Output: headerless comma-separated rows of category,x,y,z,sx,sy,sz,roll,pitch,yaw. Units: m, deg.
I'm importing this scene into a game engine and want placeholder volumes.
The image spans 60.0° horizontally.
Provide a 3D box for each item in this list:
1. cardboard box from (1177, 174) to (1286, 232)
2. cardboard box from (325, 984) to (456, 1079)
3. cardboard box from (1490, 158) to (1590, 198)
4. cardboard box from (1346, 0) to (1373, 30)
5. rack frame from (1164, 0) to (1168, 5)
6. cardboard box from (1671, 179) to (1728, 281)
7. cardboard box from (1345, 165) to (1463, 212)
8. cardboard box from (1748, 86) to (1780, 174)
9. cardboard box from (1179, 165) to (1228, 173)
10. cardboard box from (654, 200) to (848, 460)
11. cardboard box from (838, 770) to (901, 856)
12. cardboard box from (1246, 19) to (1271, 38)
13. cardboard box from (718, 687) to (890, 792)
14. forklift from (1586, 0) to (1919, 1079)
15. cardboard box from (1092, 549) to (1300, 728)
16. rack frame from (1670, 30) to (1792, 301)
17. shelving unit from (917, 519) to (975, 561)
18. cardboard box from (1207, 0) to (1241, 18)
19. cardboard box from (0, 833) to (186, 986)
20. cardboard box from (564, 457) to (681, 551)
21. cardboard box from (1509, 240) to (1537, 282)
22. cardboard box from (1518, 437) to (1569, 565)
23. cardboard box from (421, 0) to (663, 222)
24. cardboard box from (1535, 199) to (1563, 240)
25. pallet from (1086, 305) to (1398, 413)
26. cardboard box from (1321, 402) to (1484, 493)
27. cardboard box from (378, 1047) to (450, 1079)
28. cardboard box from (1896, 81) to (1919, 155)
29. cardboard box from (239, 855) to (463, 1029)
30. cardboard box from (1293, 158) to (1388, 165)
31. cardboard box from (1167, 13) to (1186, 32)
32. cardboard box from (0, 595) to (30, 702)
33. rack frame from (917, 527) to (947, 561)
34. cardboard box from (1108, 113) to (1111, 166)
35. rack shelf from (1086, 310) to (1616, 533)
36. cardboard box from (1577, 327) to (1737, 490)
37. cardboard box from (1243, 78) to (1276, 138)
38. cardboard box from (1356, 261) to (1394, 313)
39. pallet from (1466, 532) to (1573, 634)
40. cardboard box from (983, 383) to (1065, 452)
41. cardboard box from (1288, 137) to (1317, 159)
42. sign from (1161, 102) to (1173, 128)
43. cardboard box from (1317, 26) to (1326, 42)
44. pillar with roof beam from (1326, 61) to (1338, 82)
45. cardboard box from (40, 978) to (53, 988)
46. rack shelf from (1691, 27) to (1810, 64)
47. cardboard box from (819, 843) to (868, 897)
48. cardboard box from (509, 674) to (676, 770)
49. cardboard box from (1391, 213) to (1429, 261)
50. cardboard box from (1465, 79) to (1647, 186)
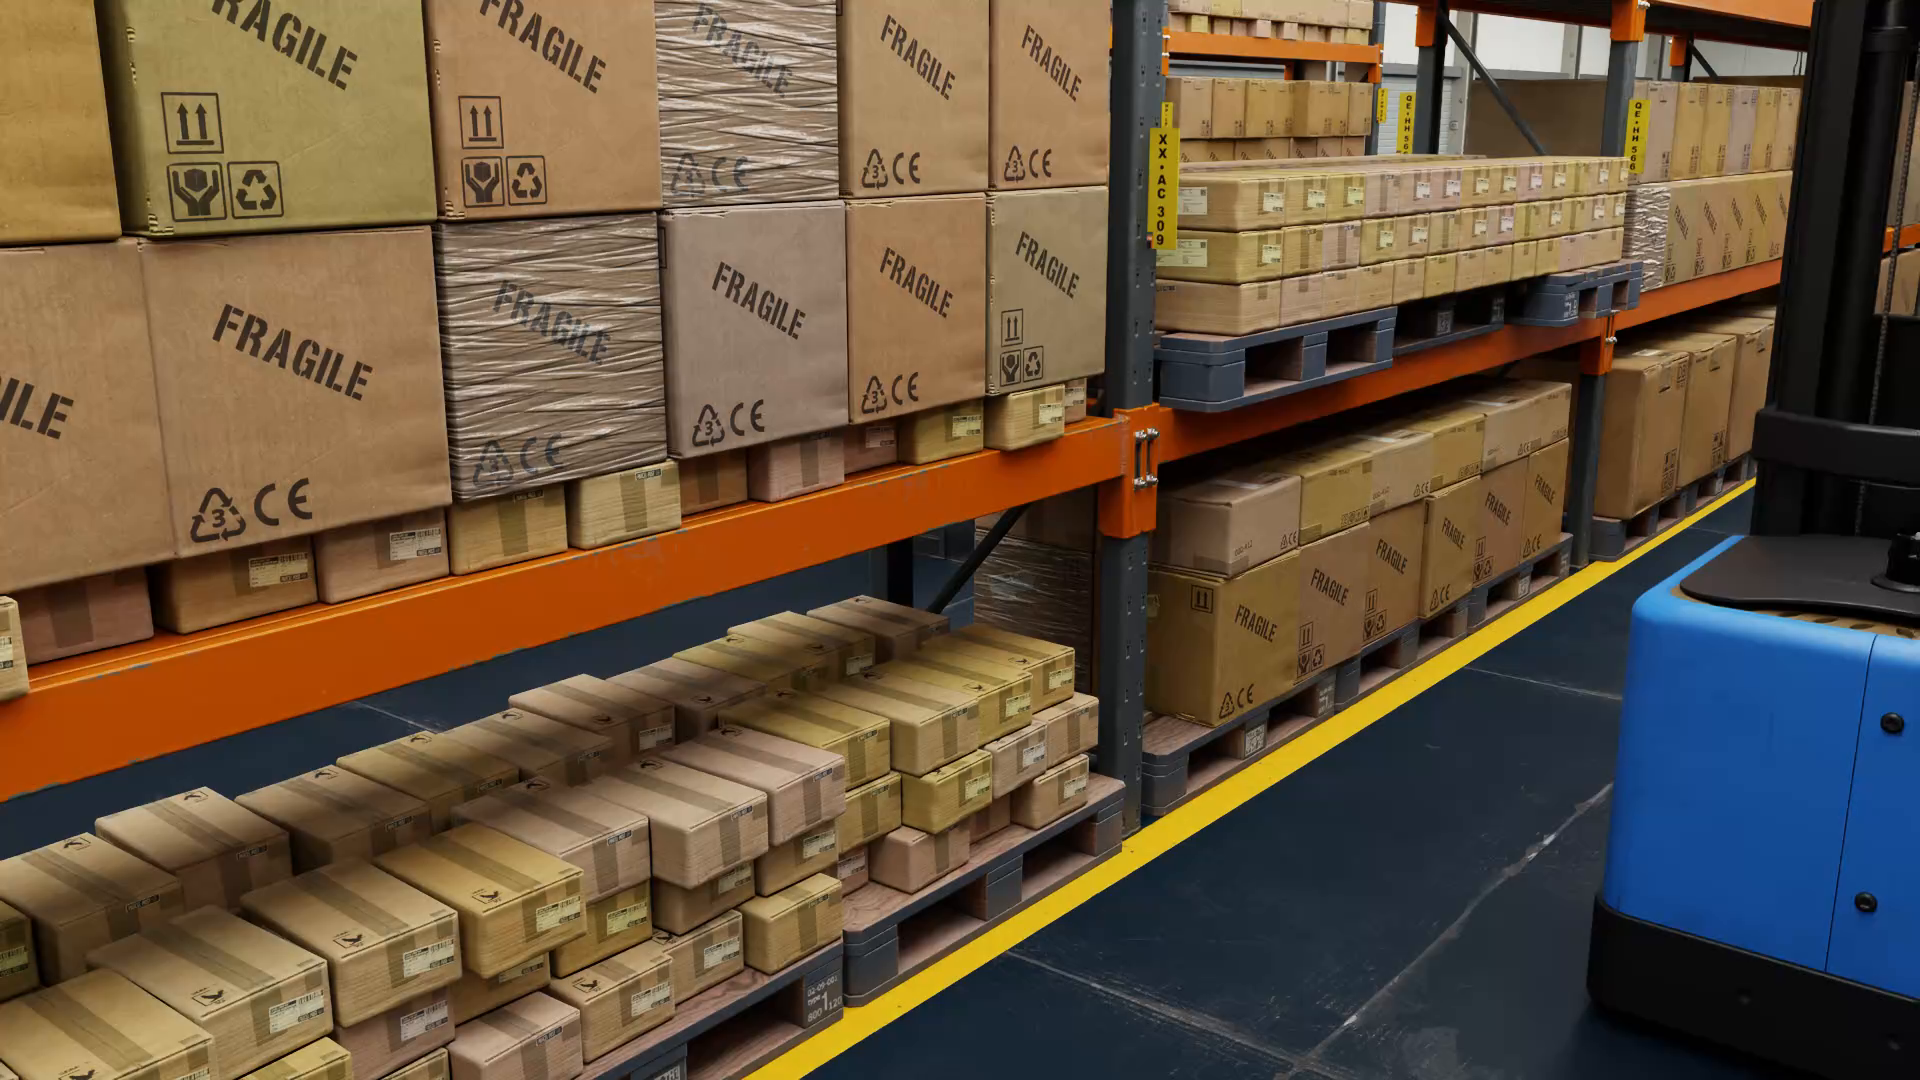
cardboard box,0.733,-1.000,4.916,0.380,0.149,0.250,12,19,40
cardboard box,-1.218,0.912,3.275,0.380,0.149,0.250,10,17,35
cardboard box,2.366,-1.499,6.881,0.380,0.149,0.250,12,19,39
cardboard box,3.644,-5.056,16.042,0.500,0.250,0.500,11,18,37
rack frame,1.242,-5.812,13.225,1.000,3.000,0.127,11,18,38
cardboard box,3.768,-1.679,8.936,0.500,0.500,0.500,11,18,37
cardboard box,1.545,-1.248,5.892,0.380,0.149,0.250,12,19,40
cardboard box,4.526,-2.496,10.122,0.700,0.500,0.500,11,18,37
cardboard box,0.725,-1.254,5.916,0.380,0.149,0.250,11,18,37
cardboard box,-0.598,-0.488,3.643,0.500,0.500,0.500,11,18,37
cardboard box,-0.372,0.659,4.272,0.380,0.149,0.250,11,18,38
cardboard box,2.507,-4.491,14.629,0.380,0.149,0.250,11,18,36
cardboard box,-0.398,0.514,4.236,0.380,0.149,0.250,12,19,39
forklift,2.842,-0.459,4.476,1.130,2.935,3.031,11,18,38
cardboard box,0.798,0.282,5.645,0.500,0.500,0.500,12,19,40
rack frame,5.156,-2.158,11.024,1.000,3.000,0.127,11,18,38
shelving unit,0.004,-0.728,8.443,0.431,1.500,0.755,11,18,38
cardboard box,2.048,-4.572,14.135,0.500,0.250,0.500,11,18,37
cardboard box,-1.772,0.741,3.341,0.380,0.149,0.250,10,18,35
cardboard box,-0.797,-0.102,3.444,0.380,0.149,0.250,12,18,39
cardboard box,2.043,-1.112,6.567,0.380,0.149,0.250,10,18,35
cardboard box,2.431,-0.217,7.610,0.500,0.500,0.500,11,18,37
cardboard box,-0.924,-0.874,3.132,0.500,0.500,0.500,11,18,36
cardboard box,2.198,-1.303,6.711,0.380,0.149,0.250,11,18,38
pallet,0.721,-0.657,5.505,1.003,0.211,1.213,11,18,38
cardboard box,1.775,-0.382,6.737,0.500,0.250,0.500,12,18,39
cardboard box,-1.225,1.061,3.292,0.380,0.149,0.250,11,18,38
cardboard box,7.132,-3.335,13.161,0.875,0.550,0.550,11,18,38
cardboard box,-1.182,0.771,3.226,0.380,0.149,0.250,12,19,40
cardboard box,1.541,-1.502,6.894,0.380,0.149,0.250,12,19,40
cardboard box,1.633,-4.258,13.712,0.380,0.149,0.250,11,18,37
cardboard box,-1.589,0.152,2.441,0.380,0.149,0.250,11,18,36
rack frame,-0.226,-0.658,8.167,0.400,1.500,0.023,11,18,38
cardboard box,1.130,-3.177,13.375,0.500,0.500,0.500,11,18,37
rack shelf,1.385,-0.660,6.590,1.077,0.370,4.000,11,18,38
cardboard box,3.641,-0.775,9.300,1.050,0.750,0.750,12,18,38
cardboard box,2.362,-3.819,14.725,0.700,0.500,0.500,11,18,36
cardboard box,1.221,-0.861,5.577,0.380,0.149,0.250,11,18,38
pallet,2.149,0.109,7.764,1.003,0.211,1.213,11,18,38
cardboard box,0.053,-0.347,4.406,0.380,0.149,0.250,11,18,36
cardboard box,2.994,-3.526,15.603,0.500,0.500,0.500,11,18,37
sign,1.676,-3.380,13.486,0.100,0.325,0.005,11,18,38
cardboard box,3.214,-4.754,15.664,0.380,0.149,0.250,11,18,38
pillar with roof beam,9.645,-8.983,25.709,9.100,9.000,0.400,11,18,38
cardboard box,-1.703,0.894,3.345,0.380,0.149,0.250,11,18,37
rack shelf,6.413,-3.646,12.251,1.077,0.370,4.000,11,18,38
cardboard box,-0.458,0.809,4.282,0.380,0.149,0.250,11,18,36
cardboard box,-0.960,0.487,4.341,0.380,0.149,0.250,12,18,39
cardboard box,1.387,-1.057,5.745,0.380,0.149,0.250,12,19,40
cardboard box,2.932,-2.009,8.206,0.700,0.500,0.500,11,18,37
